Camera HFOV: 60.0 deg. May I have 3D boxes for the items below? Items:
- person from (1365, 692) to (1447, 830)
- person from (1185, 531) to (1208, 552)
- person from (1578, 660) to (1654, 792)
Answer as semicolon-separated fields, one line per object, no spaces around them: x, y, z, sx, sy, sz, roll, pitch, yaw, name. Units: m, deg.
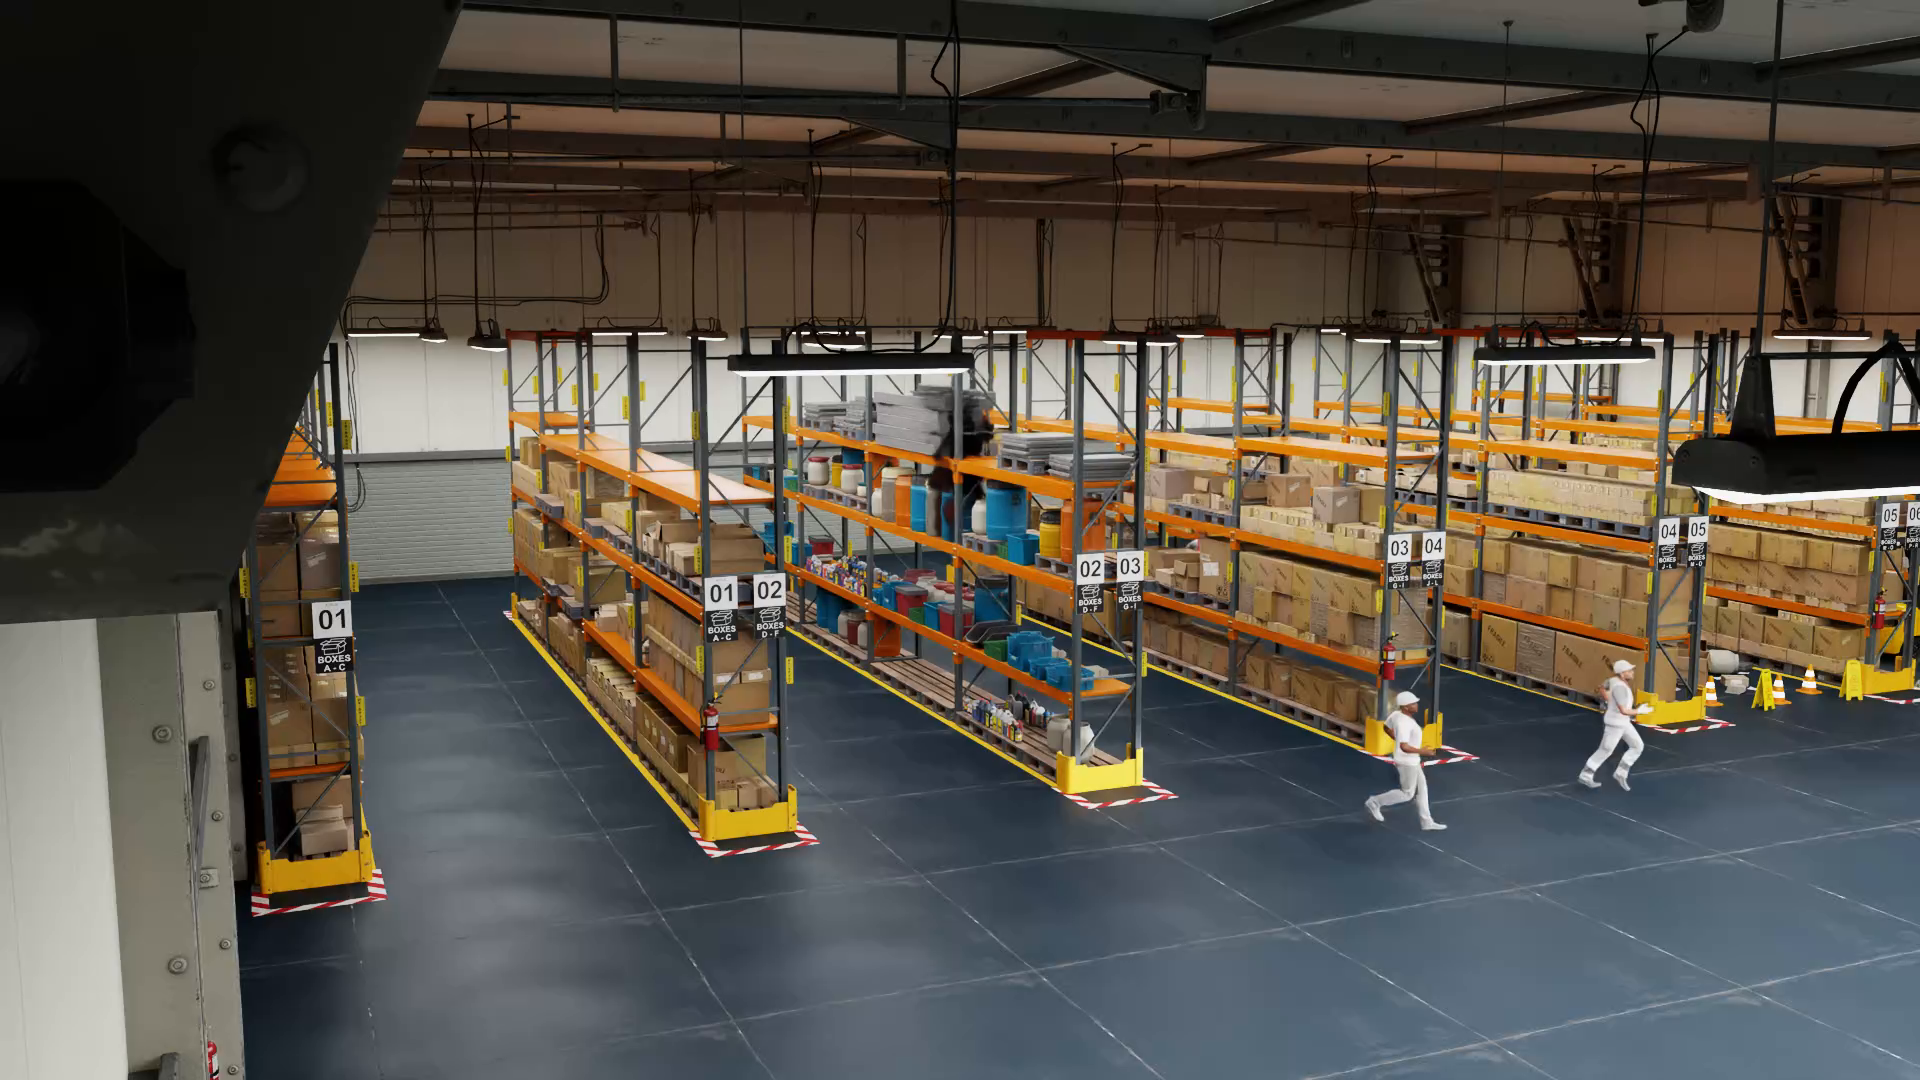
5.485;2.705;20.366;0.993;1.736;0.714;1;8;11;person
5.161;0.625;35.359;0.654;1.834;0.816;-3;8;-21;person
8.707;2.455;22.037;0.876;1.786;0.675;4;9;27;person
